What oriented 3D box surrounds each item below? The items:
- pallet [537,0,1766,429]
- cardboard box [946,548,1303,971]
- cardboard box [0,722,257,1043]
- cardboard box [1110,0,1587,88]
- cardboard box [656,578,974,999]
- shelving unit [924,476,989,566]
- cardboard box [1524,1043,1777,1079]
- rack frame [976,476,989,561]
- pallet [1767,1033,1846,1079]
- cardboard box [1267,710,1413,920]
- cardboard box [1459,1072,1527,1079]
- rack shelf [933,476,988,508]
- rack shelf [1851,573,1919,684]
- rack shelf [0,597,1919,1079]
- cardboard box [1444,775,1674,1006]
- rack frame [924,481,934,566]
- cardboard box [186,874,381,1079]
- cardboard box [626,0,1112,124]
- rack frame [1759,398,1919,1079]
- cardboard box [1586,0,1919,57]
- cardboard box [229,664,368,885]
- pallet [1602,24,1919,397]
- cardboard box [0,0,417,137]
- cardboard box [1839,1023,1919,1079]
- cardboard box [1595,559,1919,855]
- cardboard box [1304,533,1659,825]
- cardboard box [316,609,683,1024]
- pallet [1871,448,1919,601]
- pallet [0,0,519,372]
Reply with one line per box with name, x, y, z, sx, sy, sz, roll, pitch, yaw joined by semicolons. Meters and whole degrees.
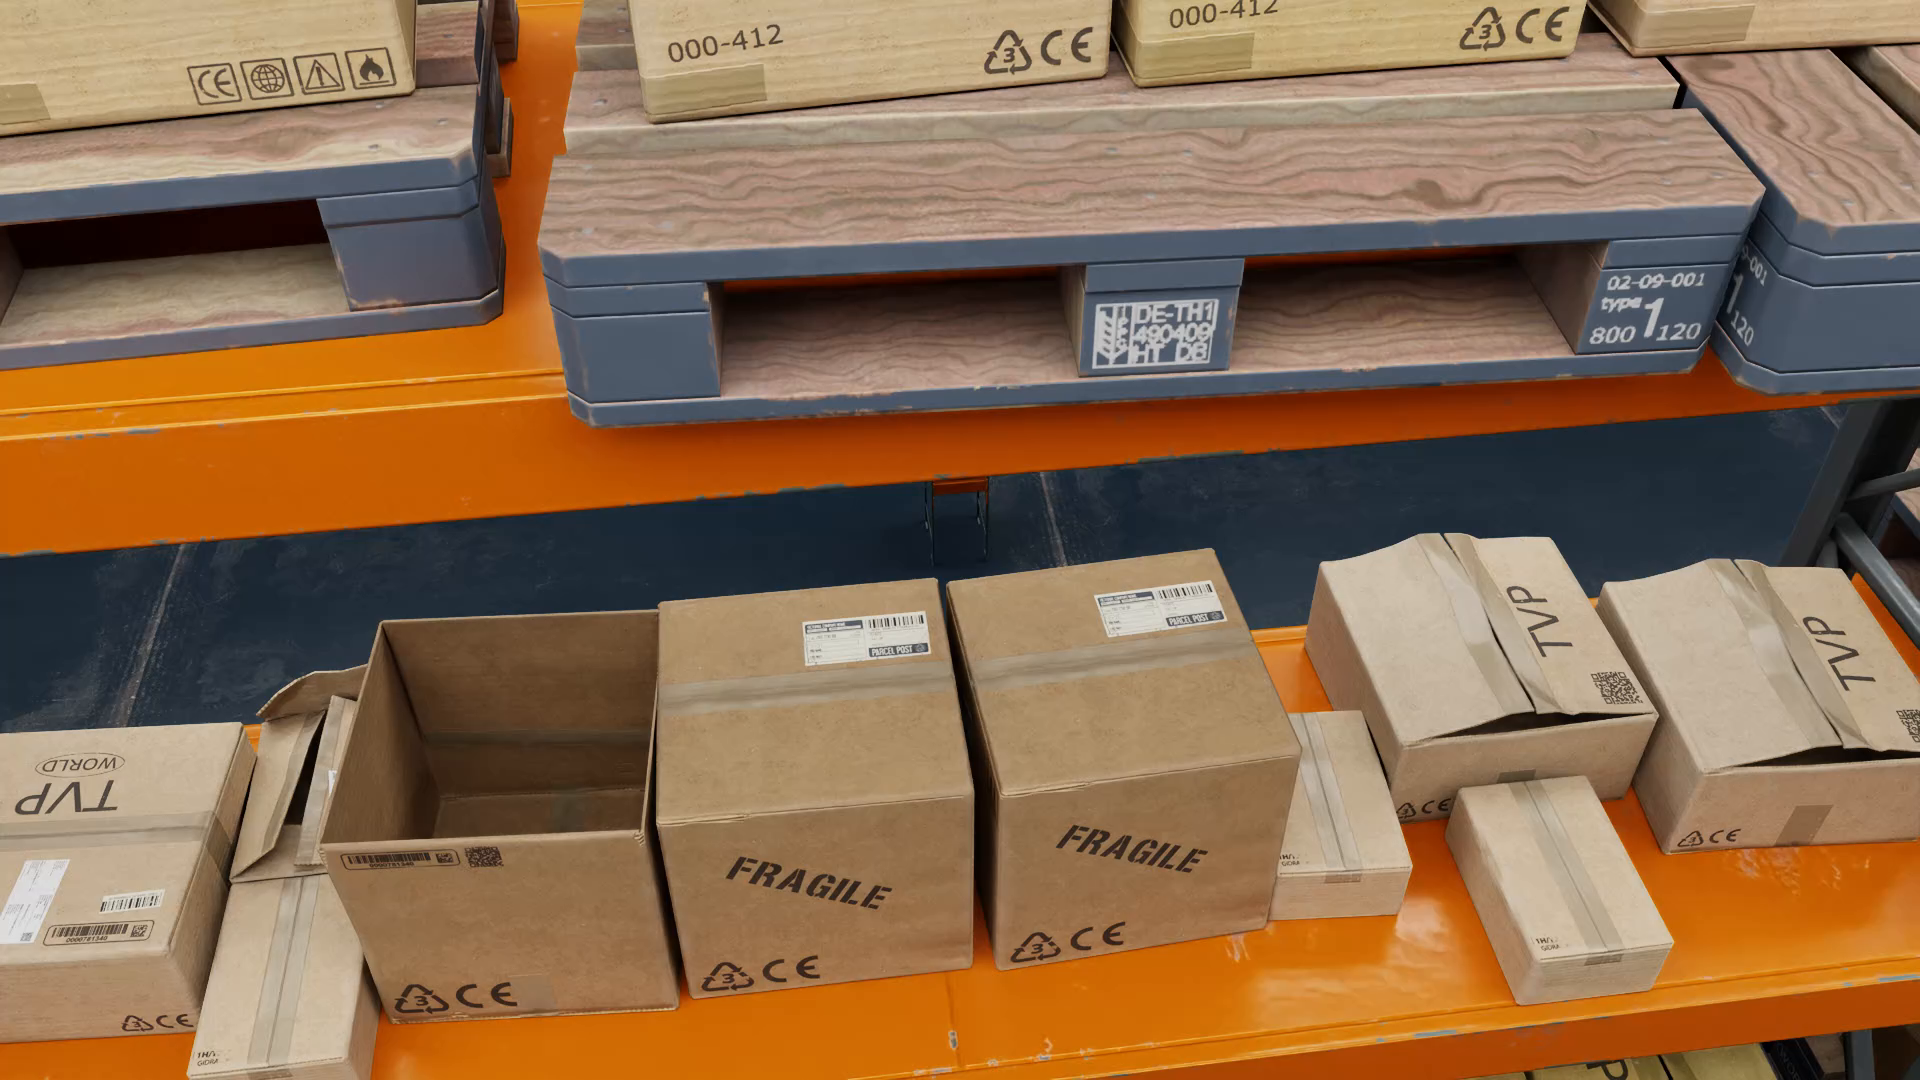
pallet;0.157;-0.556;2.028;1.213;0.211;1.003;-3;42;-4
cardboard box;0.266;0.390;3.004;0.500;0.500;0.500;-7;43;-8
cardboard box;-1.556;0.602;2.955;0.500;0.250;0.500;-3;42;-3
cardboard box;0.399;-0.767;1.920;0.500;0.250;0.500;-6;42;-6
cardboard box;-0.256;0.436;2.953;0.500;0.500;0.500;-5;42;-5
shelving unit;-0.014;-0.444;5.347;0.189;1.200;0.258;-5;42;-6
cardboard box;1.440;1.136;3.571;0.500;0.311;0.500;-4;42;-4
rack frame;0.076;-0.452;5.356;0.006;1.200;0.240;-5;42;-6
pallet;2.672;1.266;4.189;1.213;0.211;1.003;-5;42;-6
cardboard box;0.670;0.512;3.130;0.250;0.149;0.380;-2;42;-2
cardboard box;0.925;1.186;3.516;0.500;0.311;0.500;-6;42;-6
rack shelf;-0.014;-0.233;5.537;0.180;0.103;0.258;-5;42;-6
rack shelf;3.910;0.364;3.644;4.000;0.370;1.077;-5;42;-6
rack shelf;-0.056;0.711;3.259;4.000;0.370;1.077;-5;42;-6
cardboard box;1.071;0.625;3.005;0.250;0.149;0.380;-5;42;-6
rack frame;-0.105;-0.436;5.338;0.006;1.200;0.240;-5;42;-6
cardboard box;-1.134;0.770;2.844;0.250;0.149;0.380;-5;42;-6
cardboard box;-0.135;-0.722;1.869;0.500;0.250;0.500;-8;43;-9
rack frame;1.927;0.271;3.211;0.127;3.000;1.000;-5;42;-6
cardboard box;0.967;-0.809;1.967;0.500;0.250;0.500;-4;42;-4
cardboard box;-1.191;0.469;3.090;0.258;0.266;0.396;-6;42;-7
pallet;1.266;-0.655;2.138;1.003;0.211;1.213;-3;42;-4
cardboard box;-0.883;-0.693;1.838;0.500;0.250;0.500;-9;43;-10
cardboard box;2.416;1.186;3.734;0.500;0.500;0.500;-3;42;-4
cardboard box;1.561;0.306;3.238;0.500;0.311;0.500;-3;42;-3
cardboard box;1.015;0.253;3.297;0.500;0.311;0.500;-5;42;-6
cardboard box;-0.753;0.479;2.905;0.500;0.500;0.500;-2;42;-2
pallet;2.590;0.236;3.392;1.003;0.211;1.213;-5;42;-6
pallet;-1.166;-0.510;1.979;1.217;0.209;0.805;-7;42;-7
